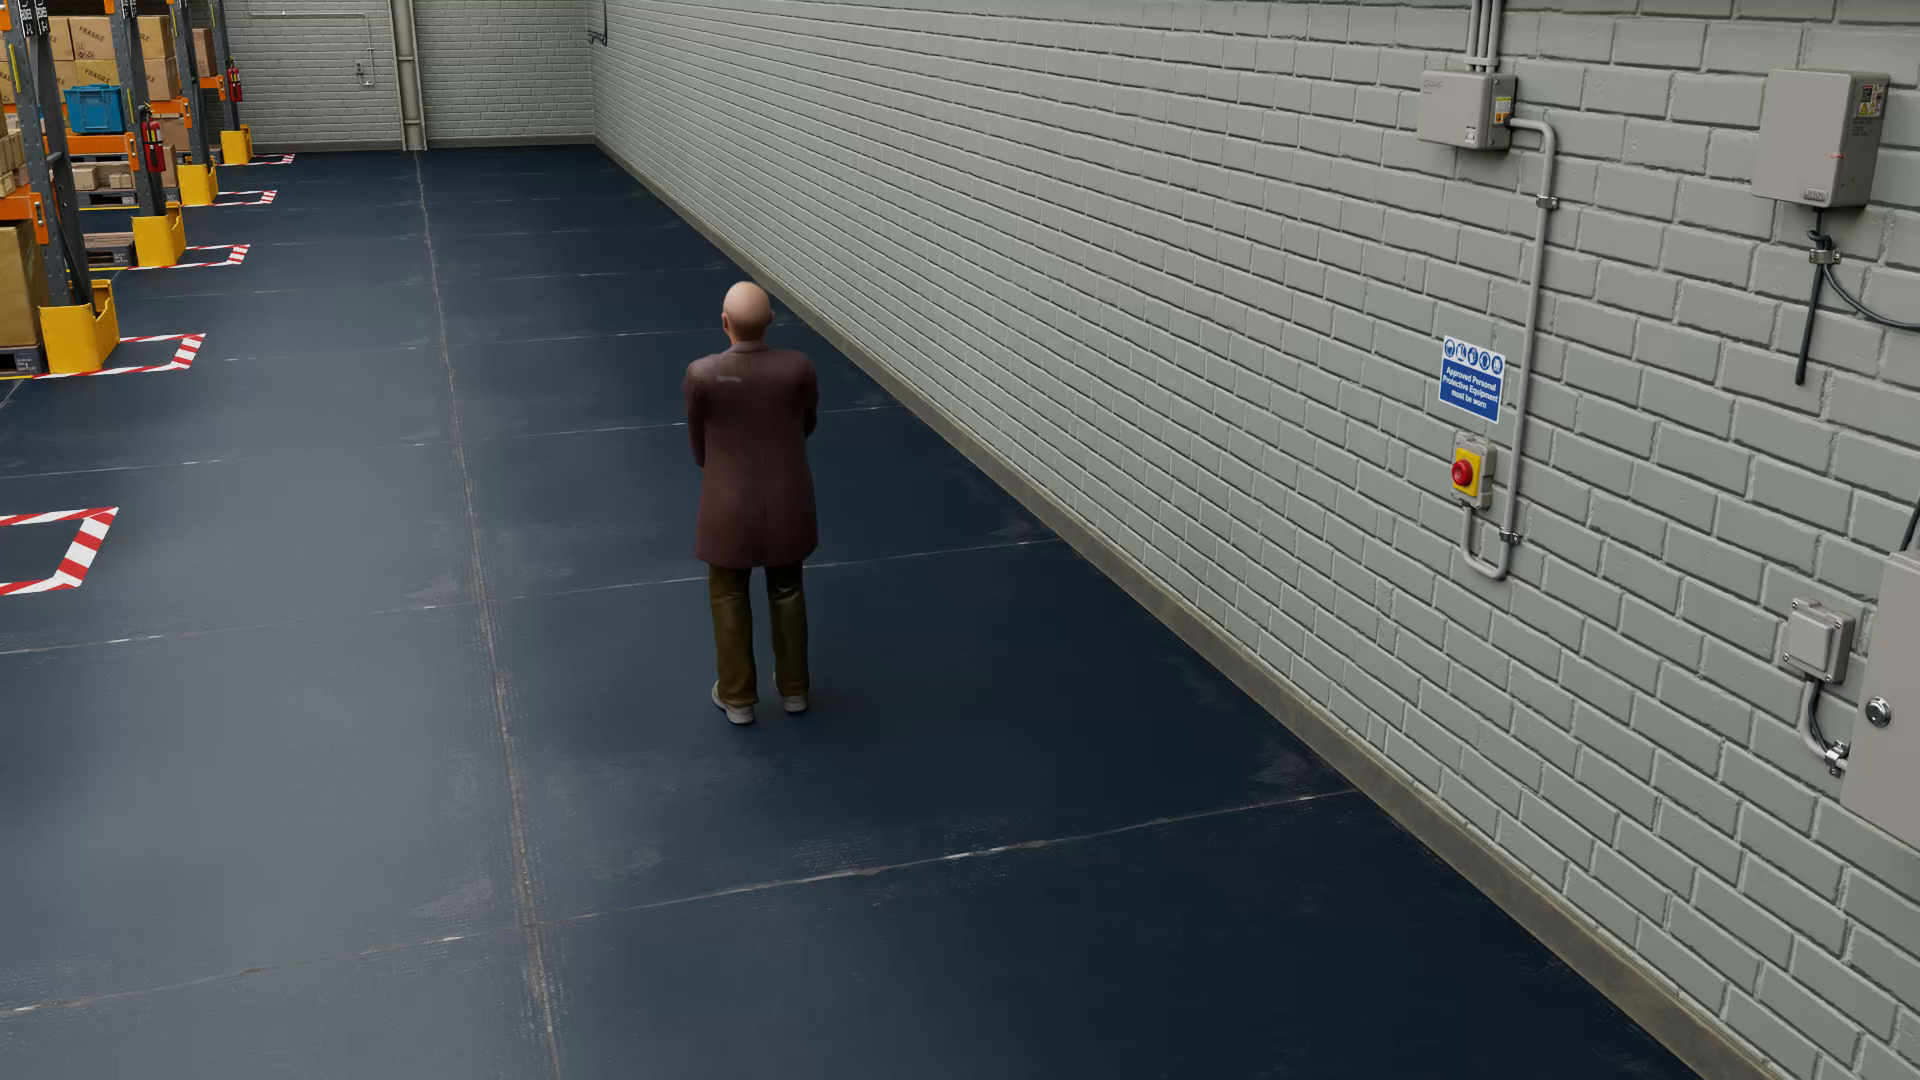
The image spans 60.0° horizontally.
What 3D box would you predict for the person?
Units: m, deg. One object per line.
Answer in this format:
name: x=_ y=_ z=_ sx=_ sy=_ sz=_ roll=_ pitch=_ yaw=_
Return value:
person: x=-0.833 y=-0.175 z=6.608 sx=0.527 sy=1.769 sz=0.563 roll=-6 pitch=20 yaw=-17
